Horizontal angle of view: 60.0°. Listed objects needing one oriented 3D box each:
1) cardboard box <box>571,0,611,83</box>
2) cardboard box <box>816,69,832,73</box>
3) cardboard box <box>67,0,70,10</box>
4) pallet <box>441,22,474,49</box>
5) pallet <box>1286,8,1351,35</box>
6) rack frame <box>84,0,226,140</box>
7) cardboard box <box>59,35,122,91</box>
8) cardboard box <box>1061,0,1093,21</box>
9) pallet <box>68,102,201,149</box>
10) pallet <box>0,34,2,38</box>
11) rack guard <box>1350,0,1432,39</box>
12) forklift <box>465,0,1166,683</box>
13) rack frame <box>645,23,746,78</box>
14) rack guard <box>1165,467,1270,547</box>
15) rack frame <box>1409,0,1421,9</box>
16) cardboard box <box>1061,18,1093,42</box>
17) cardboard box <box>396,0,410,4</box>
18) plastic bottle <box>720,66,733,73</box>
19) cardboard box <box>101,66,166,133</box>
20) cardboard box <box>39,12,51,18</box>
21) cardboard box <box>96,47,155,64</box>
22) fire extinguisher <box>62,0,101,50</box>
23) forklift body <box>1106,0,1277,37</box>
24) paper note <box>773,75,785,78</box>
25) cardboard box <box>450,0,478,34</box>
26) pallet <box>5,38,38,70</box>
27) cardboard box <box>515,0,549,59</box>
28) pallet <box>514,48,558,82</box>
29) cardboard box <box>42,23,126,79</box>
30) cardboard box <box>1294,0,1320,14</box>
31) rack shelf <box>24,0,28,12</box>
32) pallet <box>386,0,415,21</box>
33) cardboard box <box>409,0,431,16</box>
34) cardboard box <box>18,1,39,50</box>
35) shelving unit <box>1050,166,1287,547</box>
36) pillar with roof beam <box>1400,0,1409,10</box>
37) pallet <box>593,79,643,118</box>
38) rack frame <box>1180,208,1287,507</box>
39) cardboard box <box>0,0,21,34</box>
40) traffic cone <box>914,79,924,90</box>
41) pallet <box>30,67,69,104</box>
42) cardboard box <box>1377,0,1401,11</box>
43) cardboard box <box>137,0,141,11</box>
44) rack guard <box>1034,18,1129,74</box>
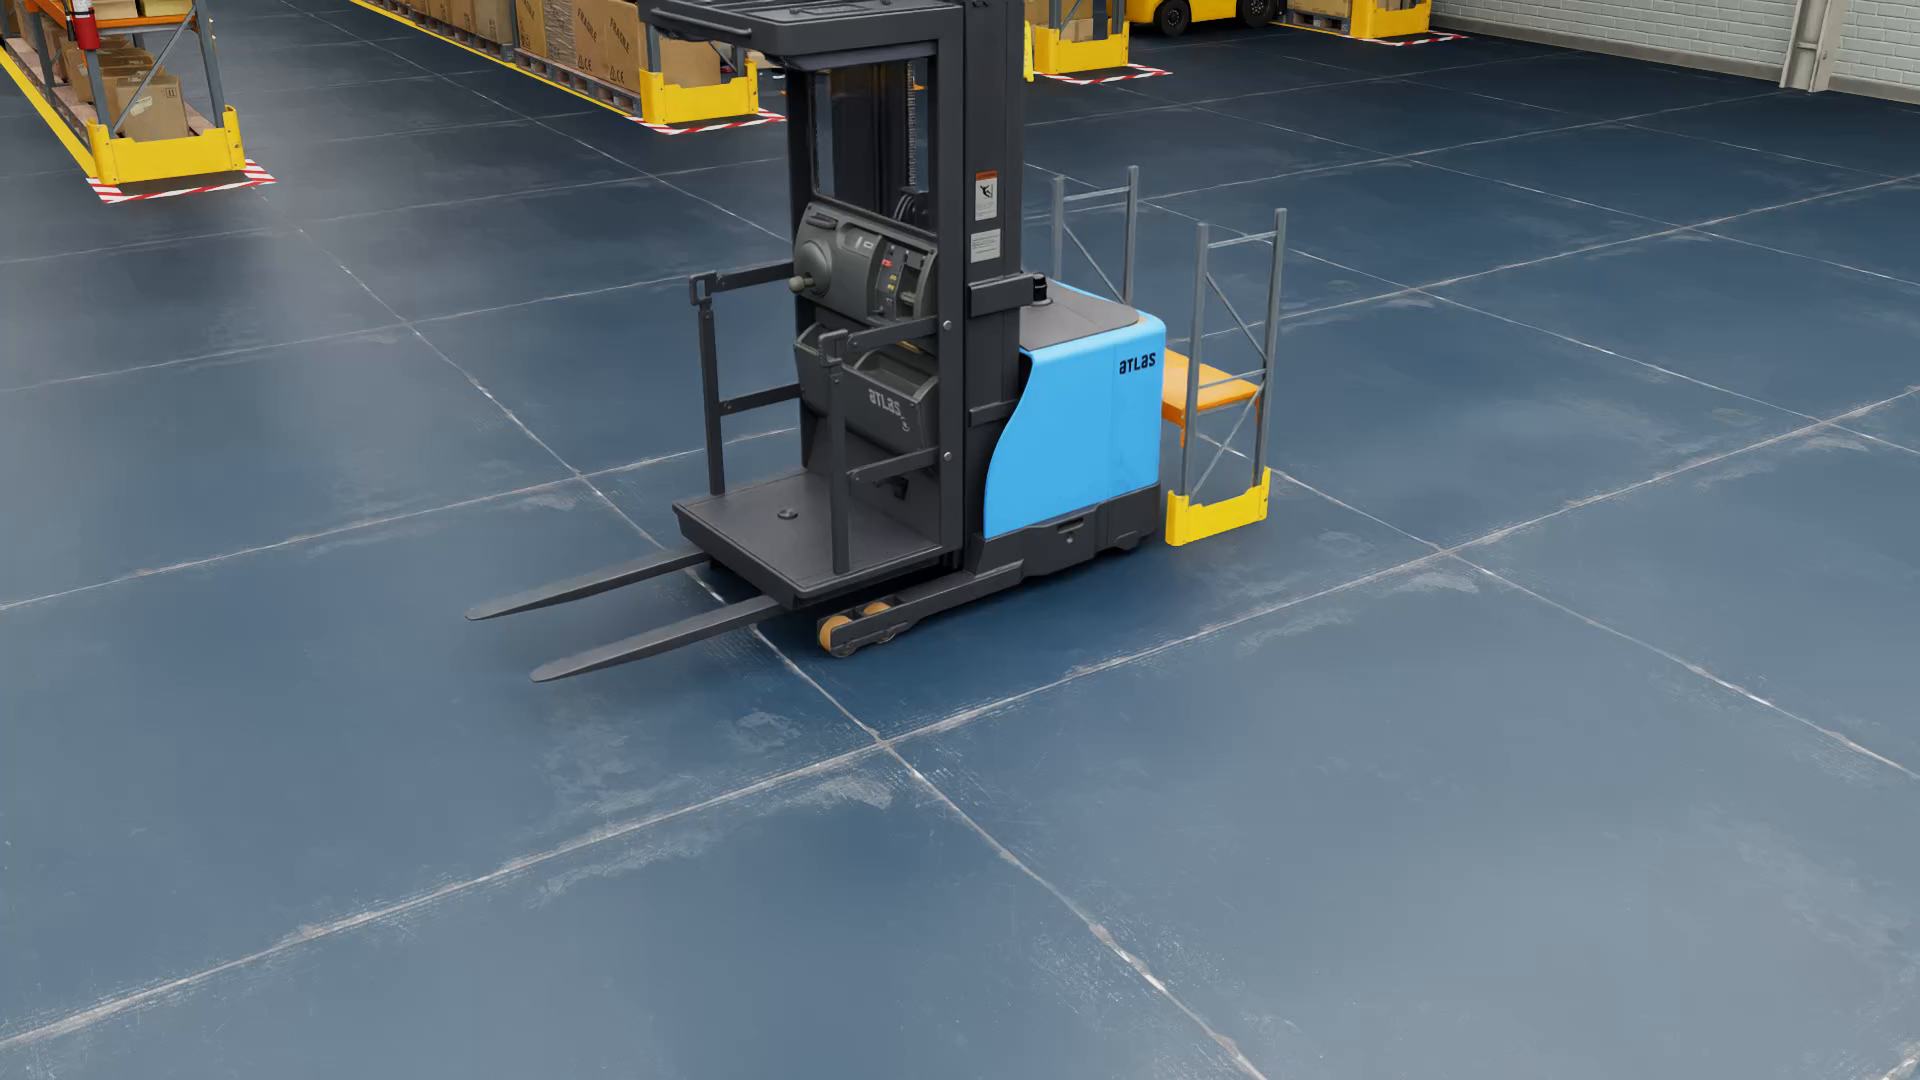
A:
[{"bbox_3d":[-3.539,-5.430,17.736,0.875,0.875,0.875,-16,30,-30],"label":"cardboard box"},{"bbox_3d":[-1.620,-5.759,19.359,0.637,0.503,0.797,7,26,15],"label":"cardboard box"},{"bbox_3d":[-7.487,-4.647,14.374,0.380,0.149,0.250,-16,29,-30],"label":"cardboard box"},{"bbox_3d":[-5.970,-6.524,21.324,1.003,0.211,1.213,-16,29,-30],"label":"pallet"},{"bbox_3d":[5.165,-7.010,22.352,1.003,0.211,1.213,-16,29,-30],"label":"pallet"},{"bbox_3d":[-6.843,-4.540,13.853,1.000,3.000,0.127,-16,29,-30],"label":"rack frame"},{"bbox_3d":[-8.841,-4.878,17.005,0.500,0.500,0.500,-17,30,-31],"label":"cardboard box"},{"bbox_3d":[1.238,-6.496,19.848,0.500,0.500,0.500,-17,30,-31],"label":"cardboard box"},{"bbox_3d":[-7.960,-4.041,16.062,1.003,0.211,1.213,-16,29,-30],"label":"pallet"},{"bbox_3d":[-12.239,-6.876,22.068,1.003,0.211,1.213,-16,29,-30],"label":"pallet"},{"bbox_3d":[5.630,-6.868,21.714,1.175,0.500,0.348,-16,29,-30],"label":"rack guard"},{"bbox_3d":[-0.561,-1.105,6.658,3.031,2.935,1.130,-18,31,-33],"label":"forklift"},{"bbox_3d":[-2.632,-5.660,16.225,1.000,3.000,0.127,-16,29,-30],"label":"rack frame"},{"bbox_3d":[1.212,-0.164,7.802,0.587,0.250,0.087,-16,30,-31],"label":"rack guard"},{"bbox_3d":[5.617,-8.007,21.198,1.000,3.000,0.127,-16,29,-30],"label":"rack frame"},{"bbox_3d":[1.252,-6.149,19.990,0.500,0.250,0.500,-16,30,-30],"label":"cardboard box"},{"bbox_3d":[-7.577,-7.755,23.100,0.500,0.500,0.500,-16,29,-30],"label":"cardboard box"},{"bbox_3d":[-2.640,-5.449,19.221,0.133,0.061,0.283,18,31,33],"label":"plastic bottle"},{"bbox_3d":[-7.524,-4.032,15.214,0.500,0.500,0.500,-8,26,-16],"label":"cardboard box"},{"bbox_3d":[-9.894,-5.639,18.594,0.700,0.500,0.500,-18,31,-34],"label":"cardboard box"},{"bbox_3d":[-8.118,-4.471,16.143,0.500,0.500,0.500,-19,31,-34],"label":"cardboard box"},{"bbox_3d":[-7.166,-4.356,13.555,0.296,0.674,0.183,-16,29,-30],"label":"fire extinguisher"},{"bbox_3d":[3.054,-7.877,21.916,2.313,2.155,1.214,-16,29,-30],"label":"forklift body"},{"bbox_3d":[-2.042,-5.258,18.854,0.144,0.017,0.142,-6,26,-12],"label":"paper note"},{"bbox_3d":[-5.753,-6.810,20.805,1.050,0.750,0.750,-16,29,-30],"label":"cardboard box"},{"bbox_3d":[-10.784,-5.860,19.917,1.003,0.211,1.213,-16,29,-30],"label":"pallet"},{"bbox_3d":[-4.531,-6.078,19.108,0.875,0.875,0.875,-15,29,-29],"label":"cardboard box"},{"bbox_3d":[-4.466,-5.539,19.236,1.003,0.211,1.213,-16,29,-30],"label":"pallet"},{"bbox_3d":[-9.343,-5.264,17.799,0.700,0.500,0.500,-18,31,-33],"label":"cardboard box"},{"bbox_3d":[4.833,-7.228,22.277,0.500,0.250,0.500,-16,29,-30],"label":"cardboard box"},{"bbox_3d":[-10.118,-6.361,18.553,1.077,0.370,4.000,-16,29,-30],"label":"rack shelf"},{"bbox_3d":[-7.424,-7.540,23.474,1.003,0.211,1.213,-16,29,-30],"label":"pallet"},{"bbox_3d":[-6.742,-7.455,22.171,1.050,0.750,0.750,-16,30,-30],"label":"cardboard box"},{"bbox_3d":[-10.514,-6.039,19.442,0.700,0.500,0.500,-18,31,-34],"label":"cardboard box"},{"bbox_3d":[0.933,-0.905,7.909,0.587,1.500,1.083,-16,30,-31],"label":"shelving unit"},{"bbox_3d":[2.385,-10.176,18.765,9.100,9.000,0.400,-16,29,-30],"label":"pillar with roof beam"},{"bbox_3d":[-3.134,-4.666,17.387,1.003,0.211,1.213,-16,29,-30],"label":"pallet"},{"bbox_3d":[1.224,-0.722,7.522,0.500,1.500,0.032,-16,30,-31],"label":"rack frame"},{"bbox_3d":[-11.569,-6.882,20.811,1.225,0.875,0.875,-17,30,-32],"label":"cardboard box"},{"bbox_3d":[-0.599,-5.175,18.170,0.336,0.463,0.334,-16,29,-30],"label":"traffic cone"},{"bbox_3d":[-9.452,-4.988,18.068,1.003,0.211,1.213,-16,29,-30],"label":"pallet"},{"bbox_3d":[5.513,-7.175,22.164,0.500,0.250,0.500,-15,29,-29],"label":"cardboard box"},{"bbox_3d":[-6.919,-4.678,14.439,0.380,0.149,0.250,-16,29,-30],"label":"cardboard box"},{"bbox_3d":[1.419,-5.746,19.336,1.175,0.500,0.348,-16,29,-30],"label":"rack guard"}]
